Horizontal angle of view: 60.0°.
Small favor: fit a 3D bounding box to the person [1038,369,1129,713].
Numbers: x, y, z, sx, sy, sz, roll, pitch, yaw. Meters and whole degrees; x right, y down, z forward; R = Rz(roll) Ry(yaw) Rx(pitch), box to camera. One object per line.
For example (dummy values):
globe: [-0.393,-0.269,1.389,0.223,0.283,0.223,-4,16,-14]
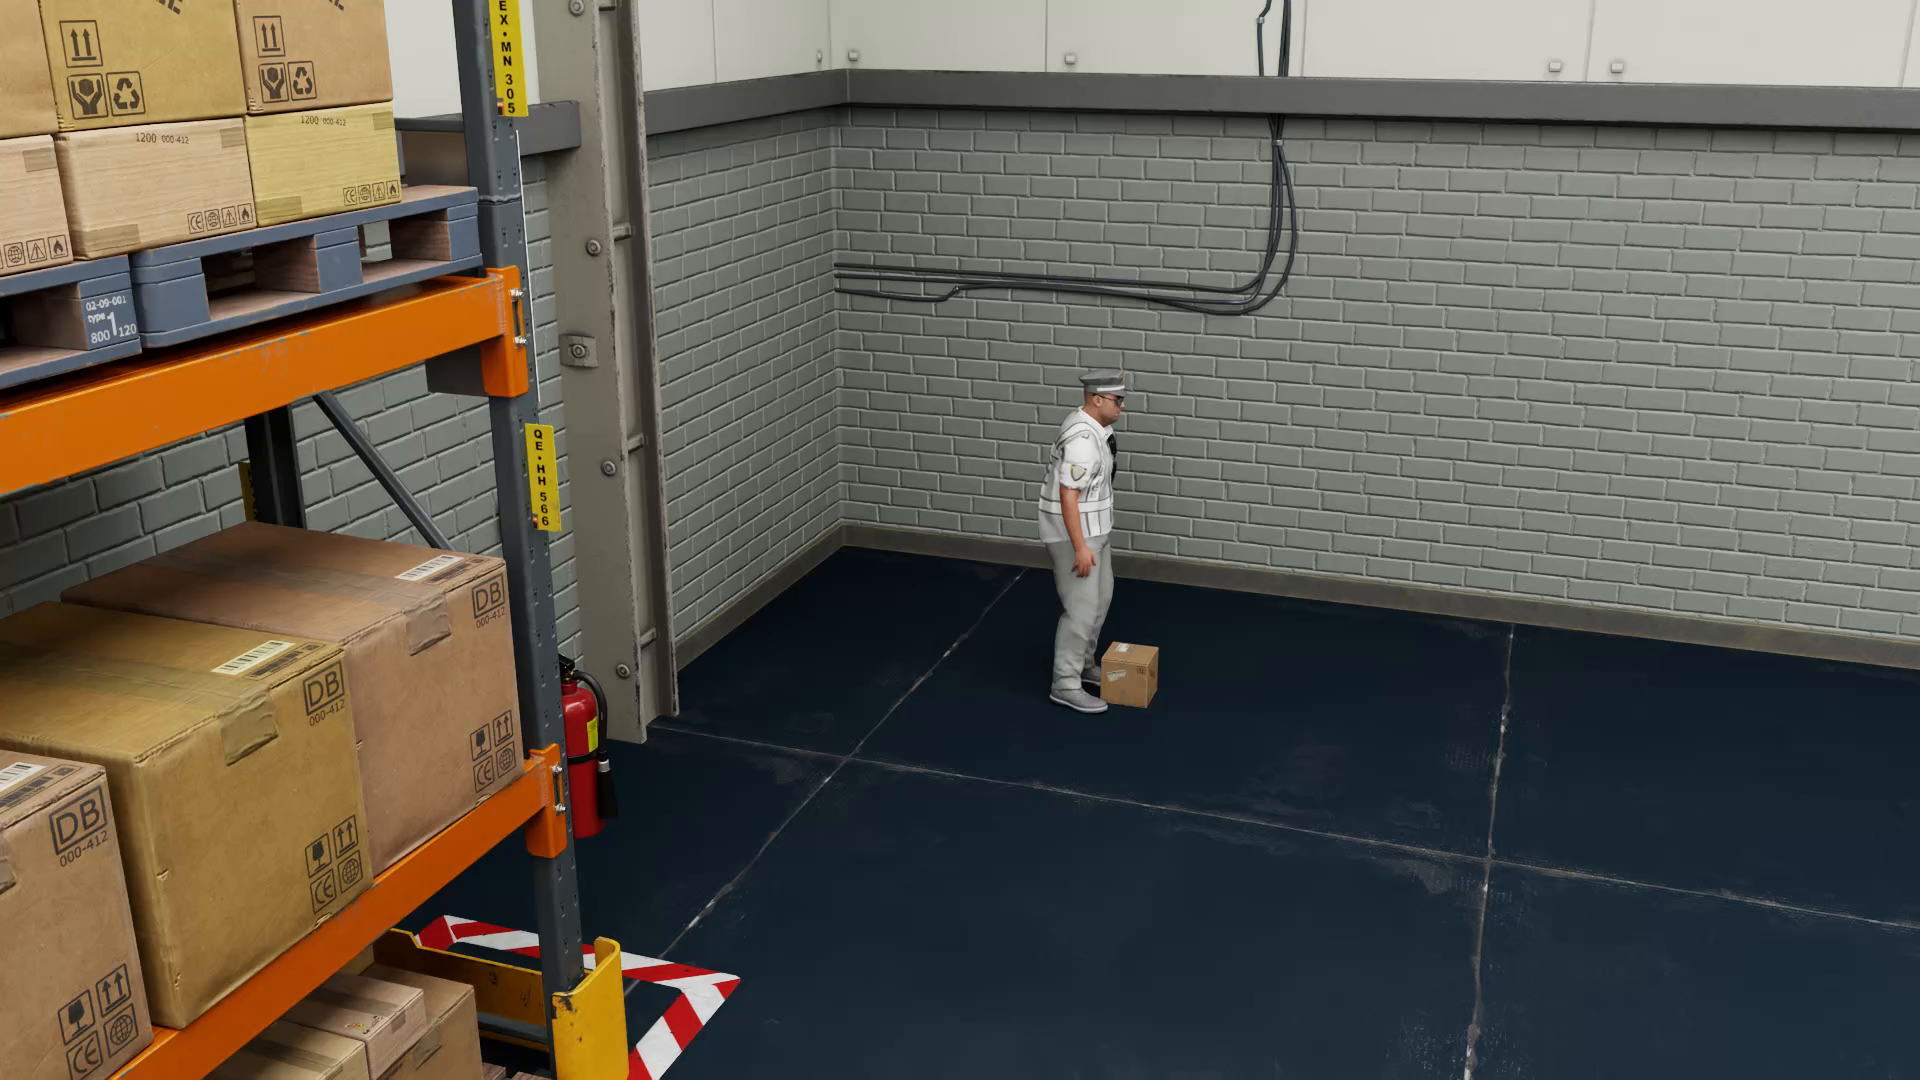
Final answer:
person: [0.637,-0.027,8.633,0.442,1.745,0.606,5,19,15]
